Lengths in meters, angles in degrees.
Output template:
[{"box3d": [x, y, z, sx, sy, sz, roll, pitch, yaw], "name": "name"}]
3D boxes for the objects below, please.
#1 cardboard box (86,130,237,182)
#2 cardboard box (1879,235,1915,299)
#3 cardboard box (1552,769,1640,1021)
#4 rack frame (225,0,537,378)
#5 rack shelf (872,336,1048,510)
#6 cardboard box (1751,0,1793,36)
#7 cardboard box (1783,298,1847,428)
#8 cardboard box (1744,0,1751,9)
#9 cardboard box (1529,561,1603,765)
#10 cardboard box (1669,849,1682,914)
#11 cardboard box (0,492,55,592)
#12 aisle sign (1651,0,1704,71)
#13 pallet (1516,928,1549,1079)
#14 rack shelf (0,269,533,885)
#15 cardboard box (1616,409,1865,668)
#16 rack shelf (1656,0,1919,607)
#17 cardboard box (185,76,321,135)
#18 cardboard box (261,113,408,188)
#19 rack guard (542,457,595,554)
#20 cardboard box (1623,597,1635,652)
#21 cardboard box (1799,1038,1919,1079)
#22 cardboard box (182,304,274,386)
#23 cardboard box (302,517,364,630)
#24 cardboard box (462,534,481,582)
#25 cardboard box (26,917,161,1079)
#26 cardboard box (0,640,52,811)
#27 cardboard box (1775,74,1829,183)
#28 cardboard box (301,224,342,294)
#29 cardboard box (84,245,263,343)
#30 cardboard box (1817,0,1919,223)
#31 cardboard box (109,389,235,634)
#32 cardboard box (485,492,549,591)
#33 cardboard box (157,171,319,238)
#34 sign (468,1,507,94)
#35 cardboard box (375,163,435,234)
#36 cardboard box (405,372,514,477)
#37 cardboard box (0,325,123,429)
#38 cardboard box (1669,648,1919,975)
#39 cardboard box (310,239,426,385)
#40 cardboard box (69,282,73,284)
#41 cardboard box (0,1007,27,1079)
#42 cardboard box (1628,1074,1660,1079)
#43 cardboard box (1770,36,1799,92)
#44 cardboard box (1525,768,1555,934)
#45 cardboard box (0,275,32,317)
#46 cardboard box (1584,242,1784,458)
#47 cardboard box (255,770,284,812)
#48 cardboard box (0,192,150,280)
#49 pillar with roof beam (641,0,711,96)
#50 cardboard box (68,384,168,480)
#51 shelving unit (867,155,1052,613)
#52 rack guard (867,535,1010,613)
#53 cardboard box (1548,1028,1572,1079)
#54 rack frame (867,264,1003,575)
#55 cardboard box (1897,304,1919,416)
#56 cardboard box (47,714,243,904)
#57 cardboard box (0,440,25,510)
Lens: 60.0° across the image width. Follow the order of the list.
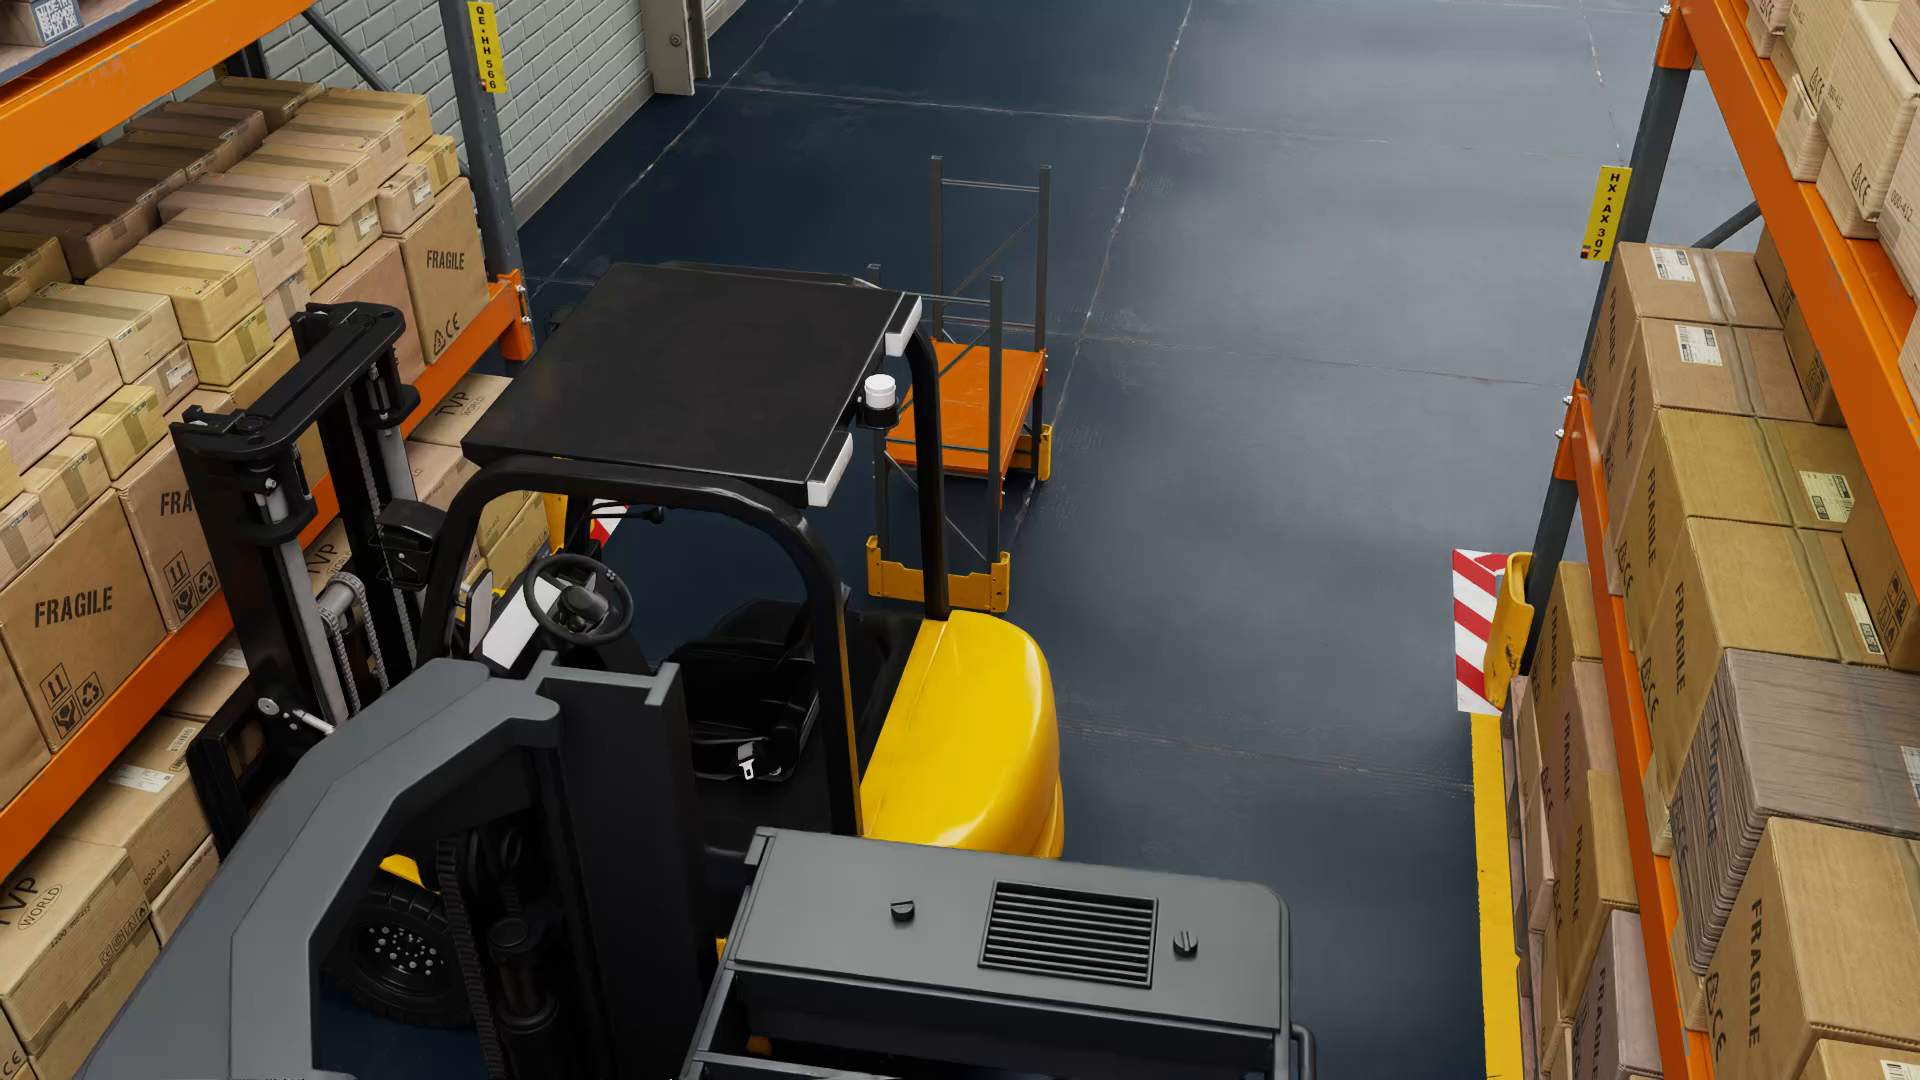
[{"box3d": [-2.624, -1.222, 5.488, 0.380, 0.149, 0.250, 8, 37, 11], "name": "cardboard box"}, {"box3d": [1.976, -0.556, 3.119, 0.380, 0.149, 0.250, 7, 37, 10], "name": "cardboard box"}, {"box3d": [1.968, 1.025, 4.626, 0.500, 0.500, 0.500, 8, 37, 11], "name": "cardboard box"}, {"box3d": [-2.212, -1.263, 6.437, 1.000, 3.000, 0.127, 7, 37, 10], "name": "rack frame"}, {"box3d": [0.018, -0.511, 6.983, 0.538, 0.185, 1.000, 7, 37, 10], "name": "rack shelf"}, {"box3d": [2.153, -1.375, 3.909, 0.500, 0.250, 0.500, 7, 36, 9], "name": "cardboard box"}, {"box3d": [2.627, -0.599, 4.330, 0.700, 0.500, 0.500, 8, 37, 10], "name": "cardboard box"}, {"box3d": [2.281, -1.445, 4.345, 0.380, 0.149, 0.250, 6, 36, 8], "name": "cardboard box"}, {"box3d": [2.191, 0.438, 5.436, 0.500, 0.500, 0.500, 6, 36, 8], "name": "cardboard box"}, {"box3d": [1.852, 0.804, 3.799, 0.380, 0.149, 0.250, 7, 36, 9], "name": "cardboard box"}, {"box3d": [-2.476, -0.007, 4.065, 0.380, 0.149, 0.250, 7, 37, 9], "name": "cardboard box"}, {"box3d": [2.348, -1.770, 4.921, 0.394, 0.787, 0.004, 7, 37, 10], "name": "aisle sign"}, {"box3d": [2.151, 1.688, 4.741, 1.003, 0.211, 1.213, 7, 37, 10], "name": "pallet"}, {"box3d": [-2.639, 0.175, 5.066, 1.077, 0.370, 4.000, 7, 37, 10], "name": "rack shelf"}, {"box3d": [2.051, 0.022, 4.324, 0.500, 0.500, 0.500, 7, 36, 9], "name": "cardboard box"}, {"box3d": [2.211, -0.420, 3.330, 1.077, 0.370, 4.000, 7, 37, 10], "name": "rack shelf"}, {"box3d": [-2.492, -1.521, 5.901, 0.380, 0.149, 0.250, 7, 36, 9], "name": "cardboard box"}, {"box3d": [-2.105, -1.310, 5.609, 0.380, 0.149, 0.250, 7, 37, 10], "name": "cardboard box"}, {"box3d": [-2.207, -0.265, 7.189, 1.175, 0.500, 0.348, 7, 37, 10], "name": "rack guard"}, {"box3d": [2.066, 0.208, 4.621, 0.380, 0.149, 0.250, 8, 37, 11], "name": "cardboard box"}, {"box3d": [1.636, 1.203, 2.695, 0.500, 0.500, 0.500, 6, 36, 9], "name": "cardboard box"}, {"box3d": [-2.262, -0.594, 4.875, 0.380, 0.149, 0.250, 8, 37, 10], "name": "cardboard box"}, {"box3d": [-2.207, 0.162, 5.603, 0.500, 0.250, 0.500, 8, 37, 11], "name": "cardboard box"}, {"box3d": [-2.128, 0.082, 6.140, 0.500, 0.250, 0.500, 7, 37, 10], "name": "cardboard box"}, {"box3d": [-2.556, 1.243, 4.538, 0.500, 0.250, 0.500, 7, 37, 10], "name": "cardboard box"}, {"box3d": [-2.621, 0.467, 3.964, 0.500, 0.500, 0.500, 8, 37, 11], "name": "cardboard box"}, {"box3d": [1.978, -0.865, 3.546, 0.380, 0.149, 0.250, 8, 37, 10], "name": "cardboard box"}, {"box3d": [-2.217, -0.900, 5.298, 0.380, 0.149, 0.250, 7, 37, 10], "name": "cardboard box"}, {"box3d": [-2.257, -0.711, 4.783, 0.380, 0.149, 0.250, 8, 37, 11], "name": "cardboard box"}, {"box3d": [1.938, -0.784, 3.095, 0.500, 0.250, 0.500, 8, 37, 11], "name": "cardboard box"}, {"box3d": [-2.386, -0.109, 4.759, 0.500, 0.500, 0.500, 8, 37, 10], "name": "cardboard box"}, {"box3d": [-2.004, -0.011, 6.694, 0.500, 0.250, 0.500, 8, 37, 10], "name": "cardboard box"}, {"box3d": [-2.260, -1.023, 5.214, 0.380, 0.149, 0.250, 8, 37, 10], "name": "cardboard box"}, {"box3d": [-1.685, -1.752, 5.923, 0.100, 0.325, 0.005, 7, 37, 10], "name": "sign"}, {"box3d": [-2.038, -1.182, 5.687, 0.380, 0.149, 0.250, 8, 37, 11], "name": "cardboard box"}, {"box3d": [-2.006, -0.422, 6.409, 0.500, 0.250, 0.500, 8, 37, 12], "name": "cardboard box"}, {"box3d": [-2.475, -0.433, 4.399, 0.380, 0.149, 0.250, 7, 37, 10], "name": "cardboard box"}, {"box3d": [1.845, 0.609, 3.515, 0.500, 0.500, 0.500, 8, 37, 11], "name": "cardboard box"}, {"box3d": [-2.180, -0.692, 5.564, 0.500, 0.500, 0.500, 8, 37, 11], "name": "cardboard box"}, {"box3d": [-2.882, -0.676, 4.989, 0.380, 0.149, 0.250, 9, 37, 12], "name": "cardboard box"}, {"box3d": [-2.656, 1.331, 3.991, 0.500, 0.250, 0.500, 7, 36, 9], "name": "cardboard box"}, {"box3d": [1.755, 1.625, 3.798, 0.500, 0.500, 0.500, 8, 37, 11], "name": "cardboard box"}, {"box3d": [2.162, -1.152, 3.941, 0.380, 0.149, 0.250, 7, 37, 10], "name": "cardboard box"}, {"box3d": [2.079, 1.020, 5.272, 0.500, 0.250, 0.500, 9, 37, 12], "name": "cardboard box"}, {"box3d": [-2.851, -0.638, 4.682, 0.380, 0.149, 0.250, 7, 37, 10], "name": "cardboard box"}, {"box3d": [2.266, -0.567, 5.138, 0.500, 0.500, 0.500, 7, 36, 9], "name": "cardboard box"}, {"box3d": [-2.328, 0.667, 5.333, 0.500, 0.250, 0.500, 7, 37, 10], "name": "cardboard box"}, {"box3d": [-2.723, -0.928, 5.083, 0.380, 0.149, 0.250, 8, 37, 11], "name": "cardboard box"}, {"box3d": [2.246, -6.306, 8.283, 9.100, 9.000, 0.400, 7, 37, 10], "name": "pillar with roof beam"}, {"box3d": [-2.392, -0.307, 4.479, 0.380, 0.149, 0.250, 7, 36, 9], "name": "cardboard box"}, {"box3d": [0.016, -0.651, 6.870, 0.587, 1.500, 1.083, 7, 37, 10], "name": "shelving unit"}, {"box3d": [-0.090, 0.141, 6.843, 0.587, 0.250, 0.087, 7, 37, 10], "name": "rack guard"}, {"box3d": [1.864, 1.623, 4.439, 0.500, 0.250, 0.500, 8, 37, 11], "name": "cardboard box"}, {"box3d": [-0.090, -0.365, 6.475, 0.500, 1.500, 0.032, 7, 37, 10], "name": "rack frame"}, {"box3d": [1.787, -0.270, 2.725, 0.380, 0.149, 0.250, 8, 37, 11], "name": "cardboard box"}, {"box3d": [-2.442, 0.752, 4.790, 0.500, 0.250, 0.500, 9, 37, 12], "name": "cardboard box"}, {"box3d": [-2.511, -0.134, 3.988, 0.380, 0.149, 0.250, 7, 36, 9], "name": "cardboard box"}]
